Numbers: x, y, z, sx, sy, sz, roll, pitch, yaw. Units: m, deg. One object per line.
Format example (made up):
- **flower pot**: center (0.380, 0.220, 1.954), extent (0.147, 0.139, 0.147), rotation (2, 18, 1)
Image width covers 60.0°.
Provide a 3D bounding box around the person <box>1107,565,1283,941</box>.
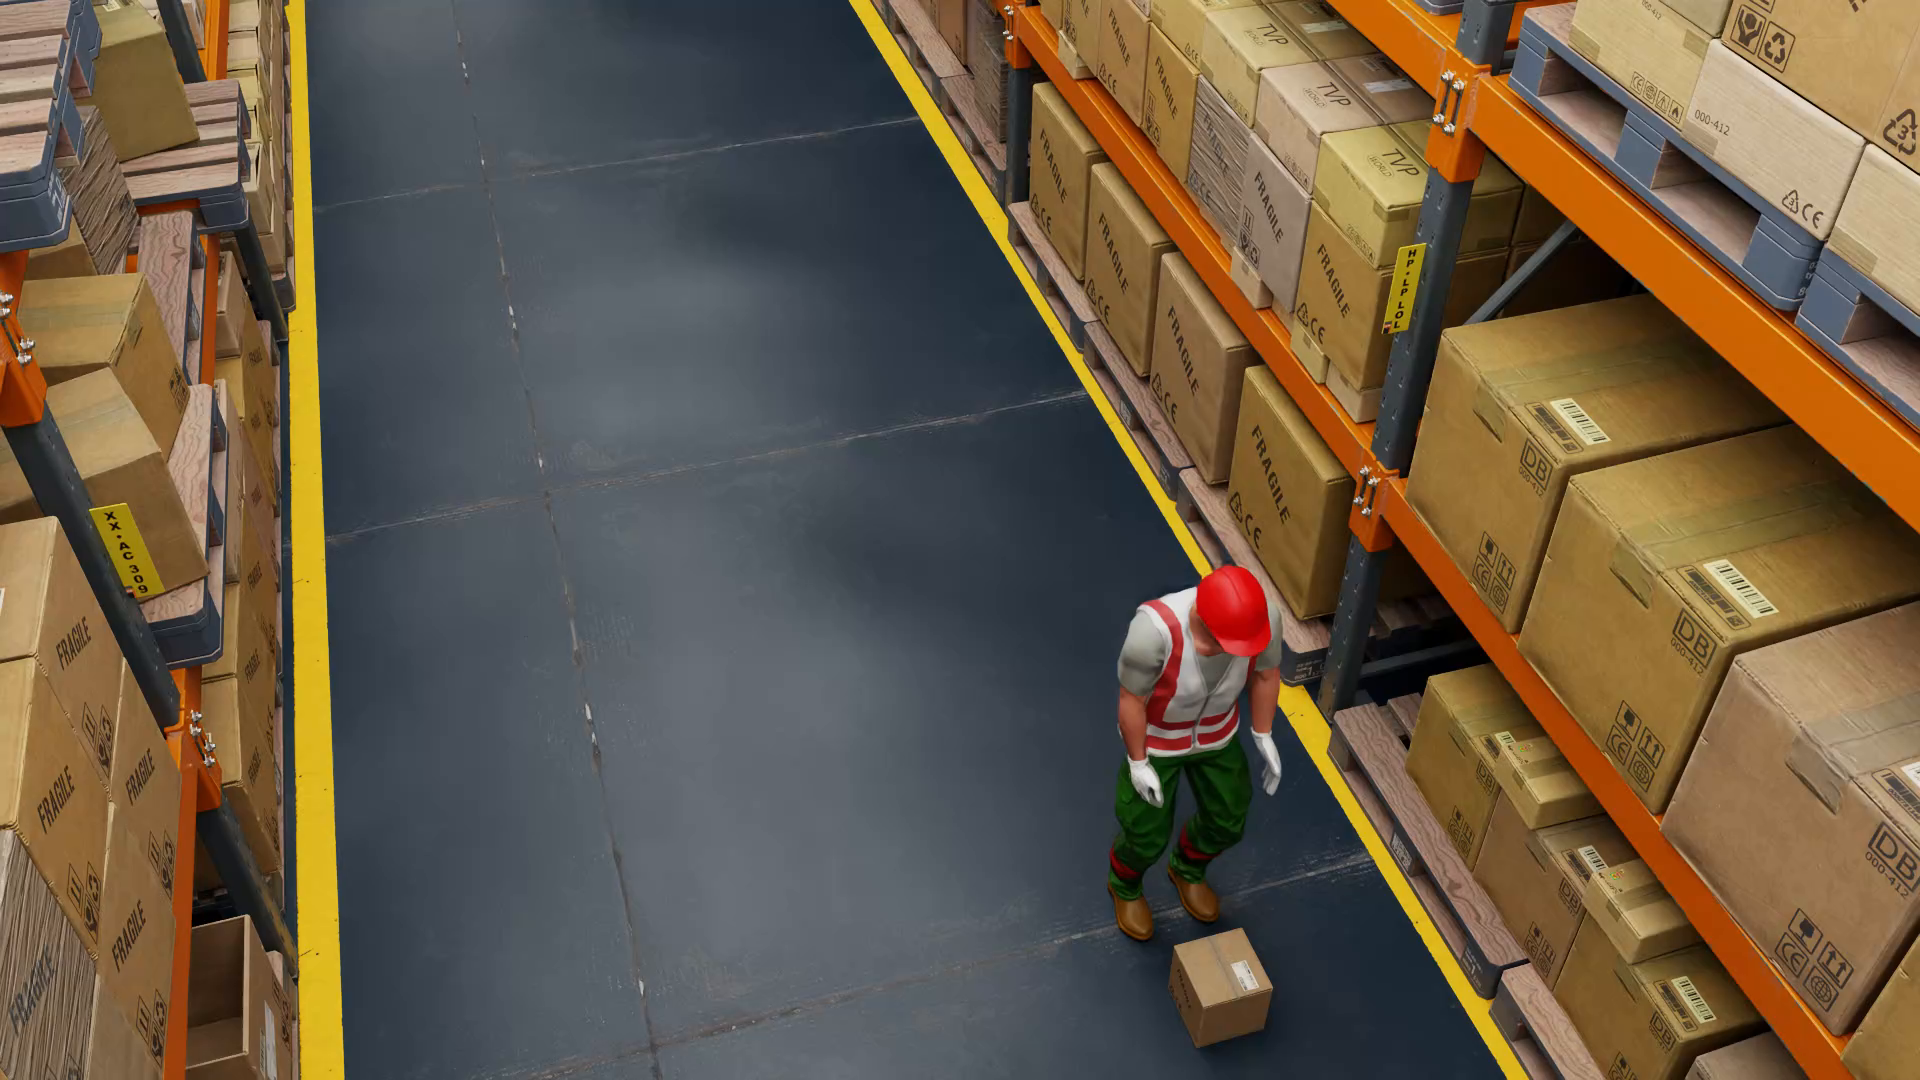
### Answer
- **person**: center (0.768, 0.673, 5.450), extent (0.549, 1.712, 0.496), rotation (-11, 43, -12)
